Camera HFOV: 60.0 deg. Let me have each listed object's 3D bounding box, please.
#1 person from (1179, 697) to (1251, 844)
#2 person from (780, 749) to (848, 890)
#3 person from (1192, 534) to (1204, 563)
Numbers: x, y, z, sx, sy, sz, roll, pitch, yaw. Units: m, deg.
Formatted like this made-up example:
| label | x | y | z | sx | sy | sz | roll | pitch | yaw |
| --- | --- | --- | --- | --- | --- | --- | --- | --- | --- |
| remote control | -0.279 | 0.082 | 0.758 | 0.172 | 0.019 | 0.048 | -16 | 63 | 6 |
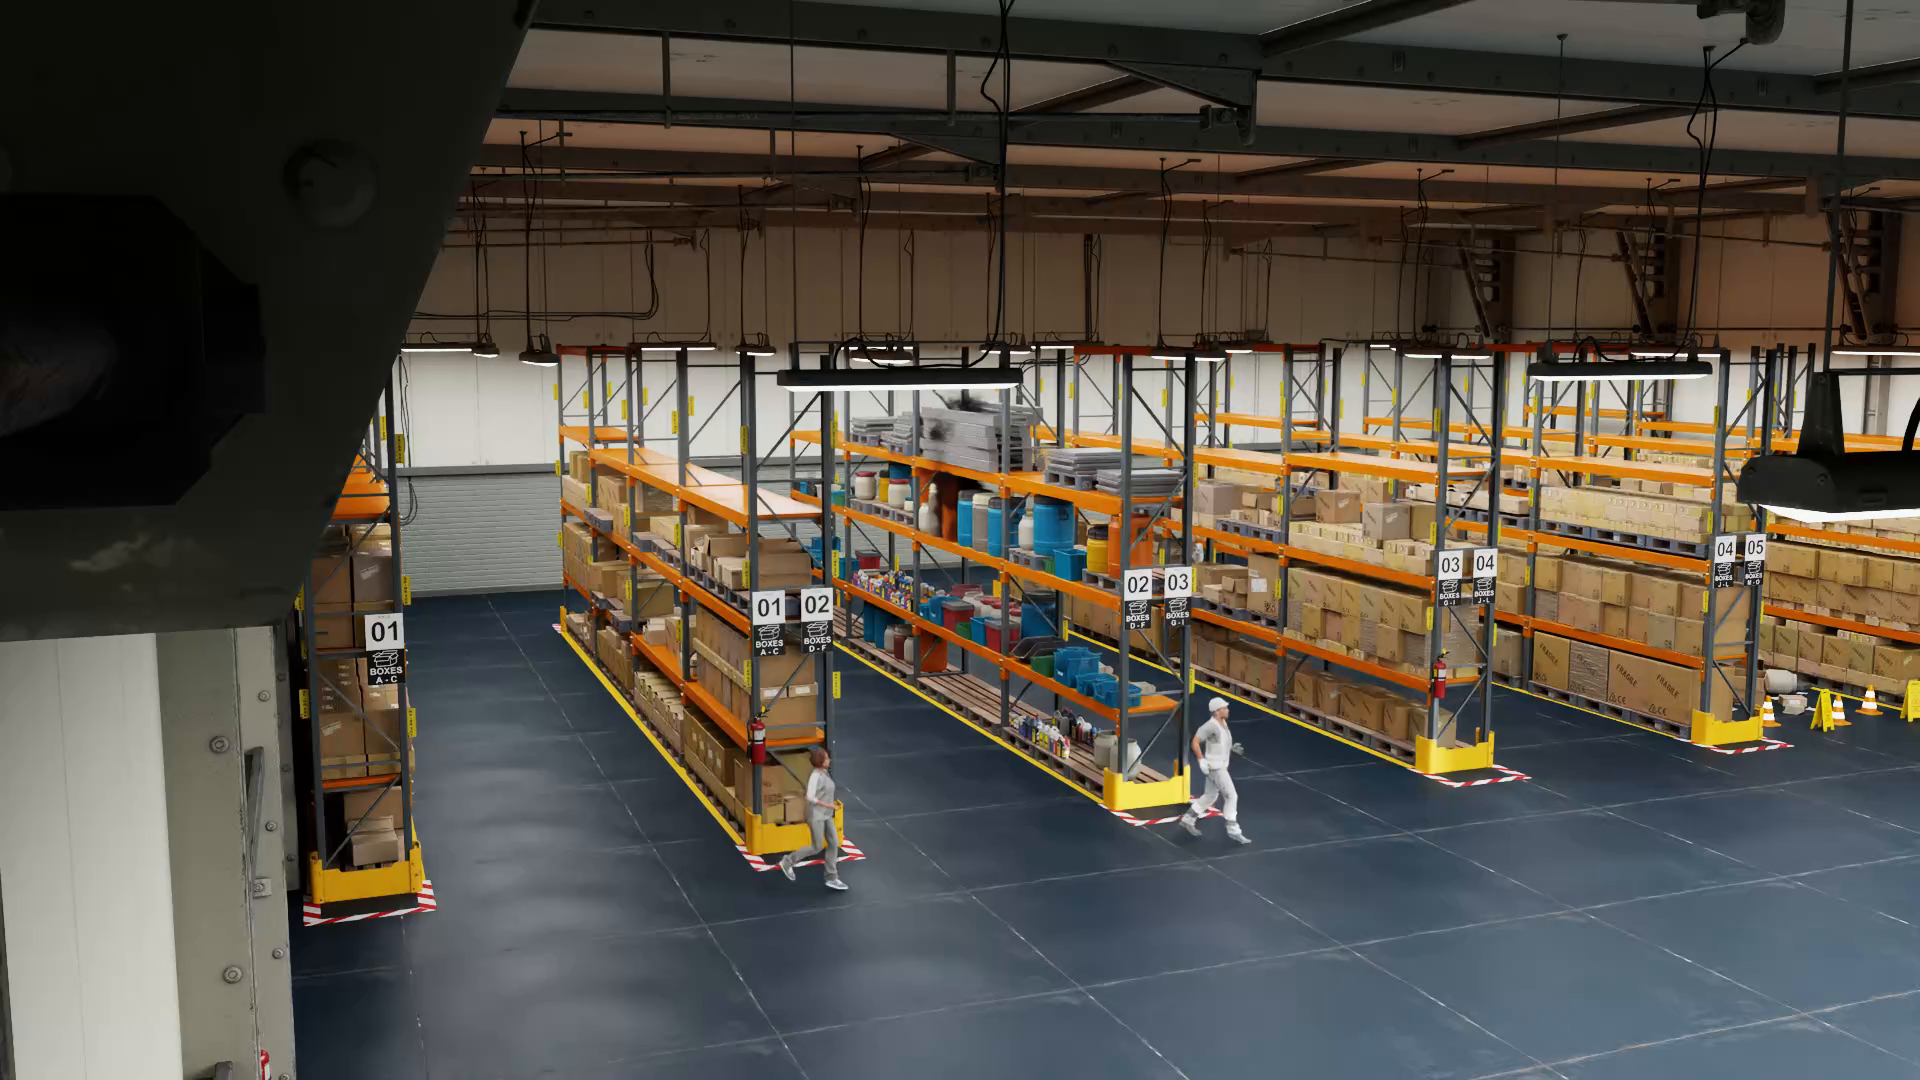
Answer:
| label | x | y | z | sx | sy | sz | roll | pitch | yaw |
| --- | --- | --- | --- | --- | --- | --- | --- | --- | --- |
| person | 3.180 | 2.828 | 20.590 | 0.899 | 1.793 | 0.642 | 2 | 8 | 16 |
| person | -1.628 | 3.157 | 18.919 | 0.790 | 1.583 | 0.571 | 2 | 7 | 14 |
| person | 5.259 | 0.723 | 37.351 | 0.681 | 1.794 | 0.770 | -2 | 8 | -16 |
